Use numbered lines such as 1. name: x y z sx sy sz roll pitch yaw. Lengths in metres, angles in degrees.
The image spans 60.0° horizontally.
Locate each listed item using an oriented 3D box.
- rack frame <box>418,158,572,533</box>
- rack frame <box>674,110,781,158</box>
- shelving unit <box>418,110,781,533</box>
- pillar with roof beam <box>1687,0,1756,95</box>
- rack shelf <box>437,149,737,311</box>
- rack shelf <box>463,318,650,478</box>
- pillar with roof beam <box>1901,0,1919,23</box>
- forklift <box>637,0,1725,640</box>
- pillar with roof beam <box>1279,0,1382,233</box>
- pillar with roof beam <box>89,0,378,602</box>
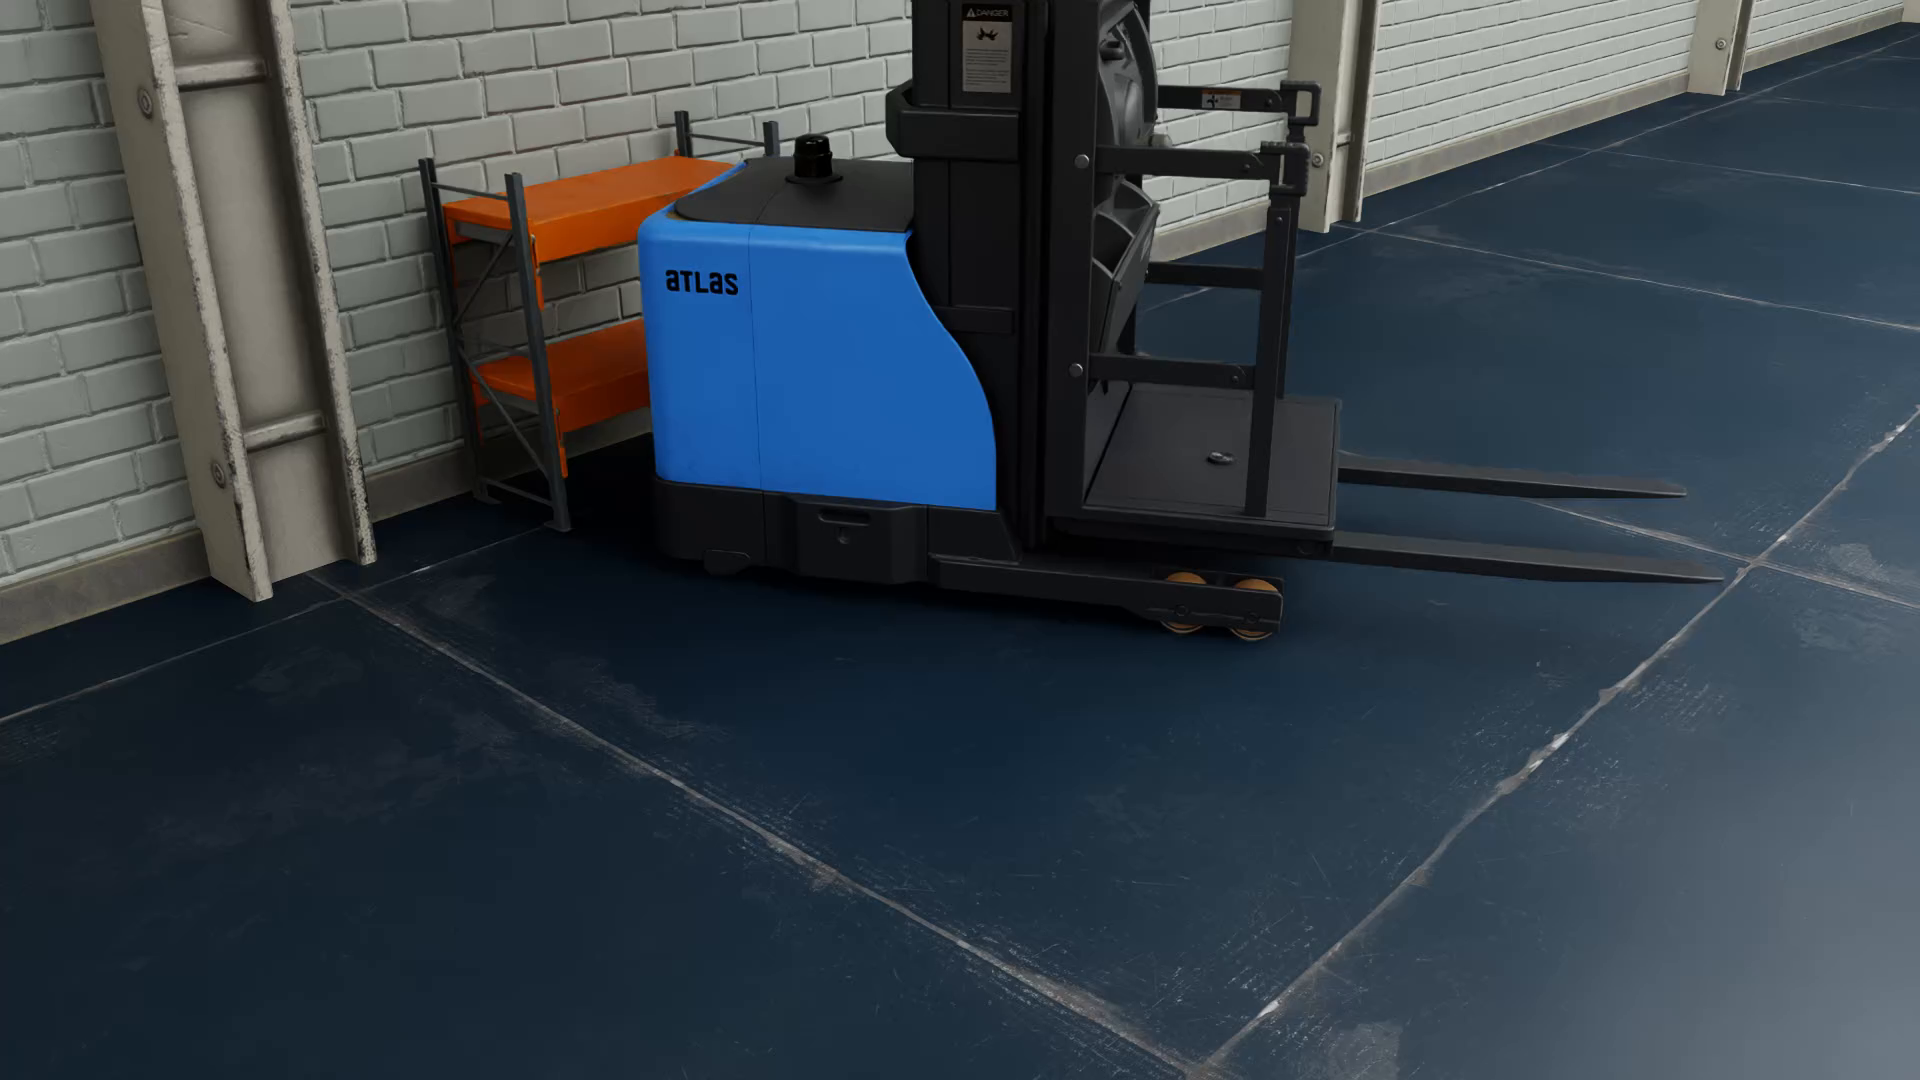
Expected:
1. rack frame: -1.450 -0.602 5.196 0.500 1.125 0.032 17 30 38
2. rack frame: -0.781 -0.927 5.889 0.500 1.125 0.032 17 30 38
3. shelving unit: -1.116 -0.765 5.542 0.538 1.125 1.048 17 30 38
4. pillar with roof beam: 9.180 -6.507 8.764 9.100 9.000 0.400 20 31 38
5. rack shelf: -1.127 -1.033 5.427 0.538 0.278 1.000 17 30 38
6. rack shelf: -1.107 -0.540 5.639 0.538 0.278 1.000 17 30 38
7. pillar with roof beam: 13.185 -8.335 12.841 9.100 9.000 0.400 20 31 38
8. forklift: 0.654 -1.298 4.561 3.031 2.935 1.130 5 25 12
9. pillar with roof beam: 5.176 -4.679 4.687 9.100 9.000 0.400 20 31 38
10. pillar with roof beam: 1.171 -2.851 0.610 9.100 9.000 0.400 20 31 38
